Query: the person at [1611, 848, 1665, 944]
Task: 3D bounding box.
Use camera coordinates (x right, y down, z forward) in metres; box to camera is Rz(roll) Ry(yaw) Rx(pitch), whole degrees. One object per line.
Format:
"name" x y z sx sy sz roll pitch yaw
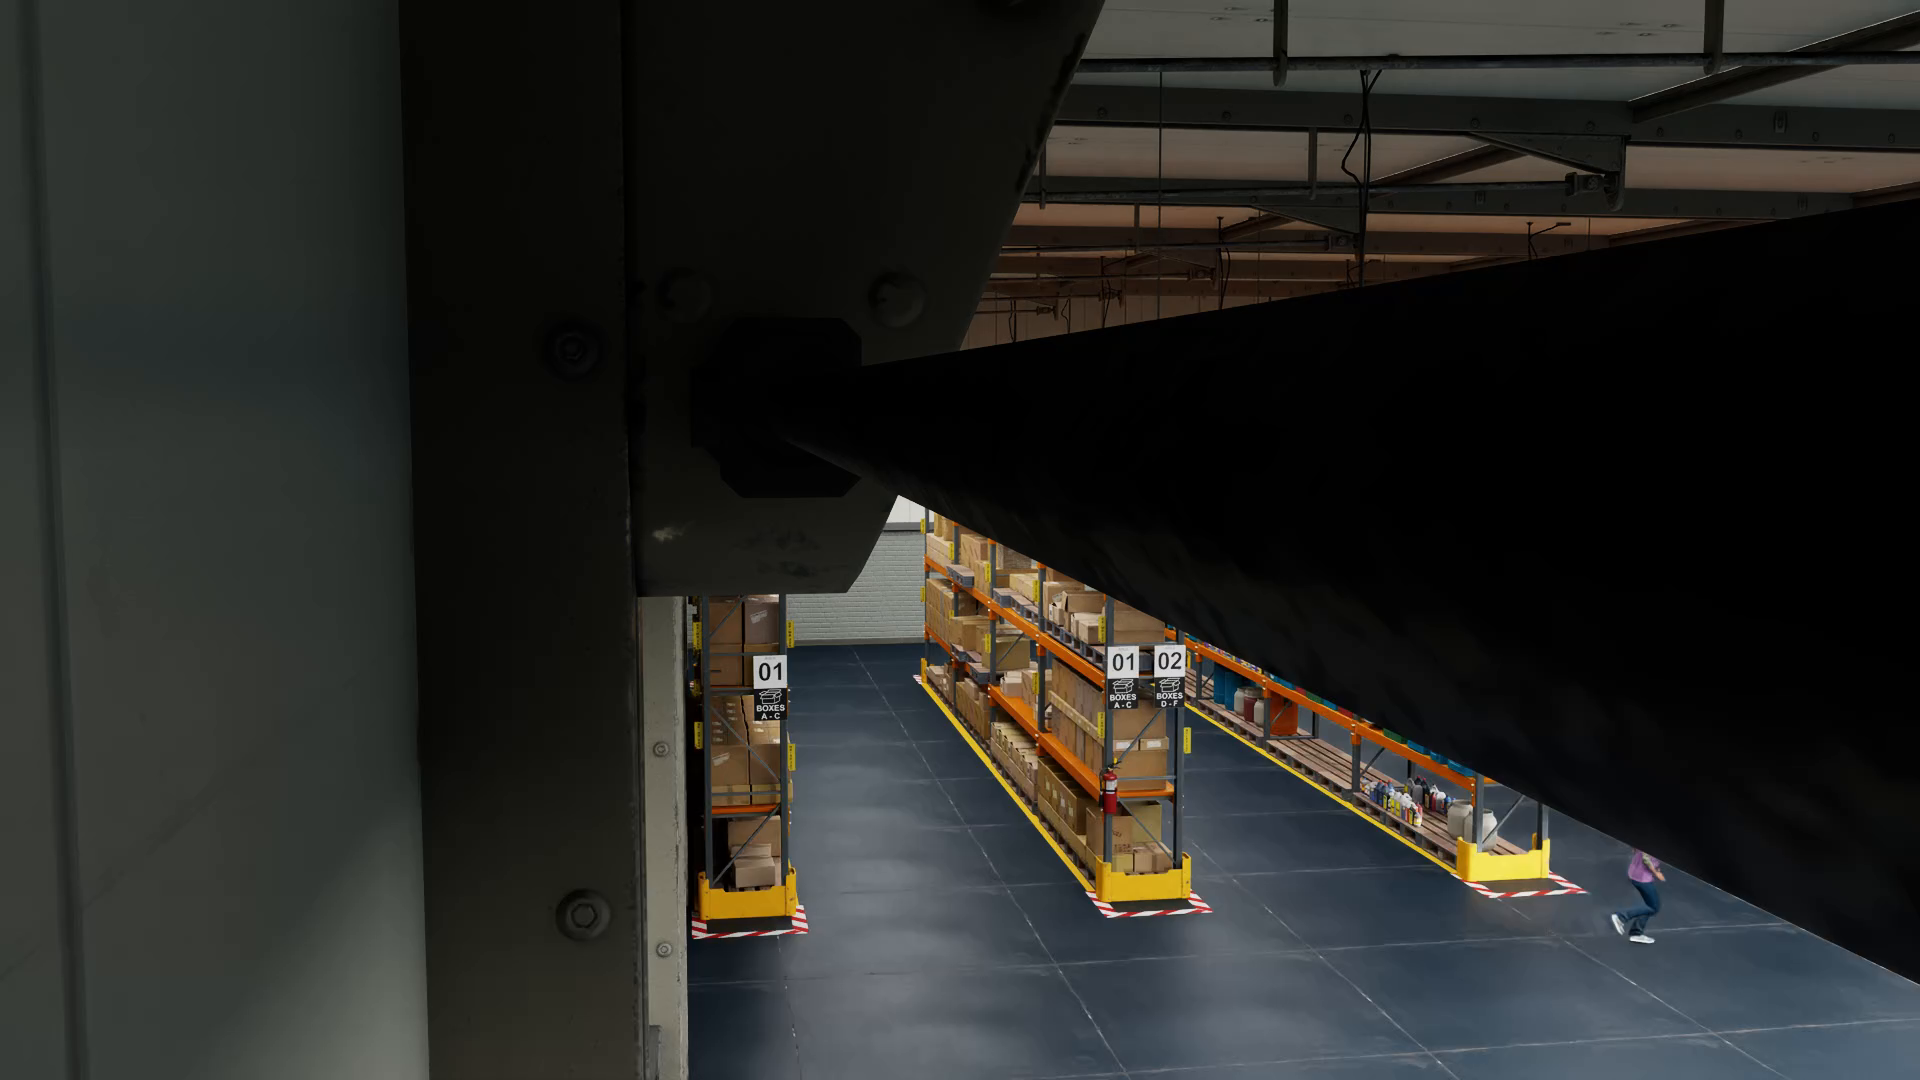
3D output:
"person" 7.815 3.902 19.153 0.582 1.511 0.540 1 5 11
